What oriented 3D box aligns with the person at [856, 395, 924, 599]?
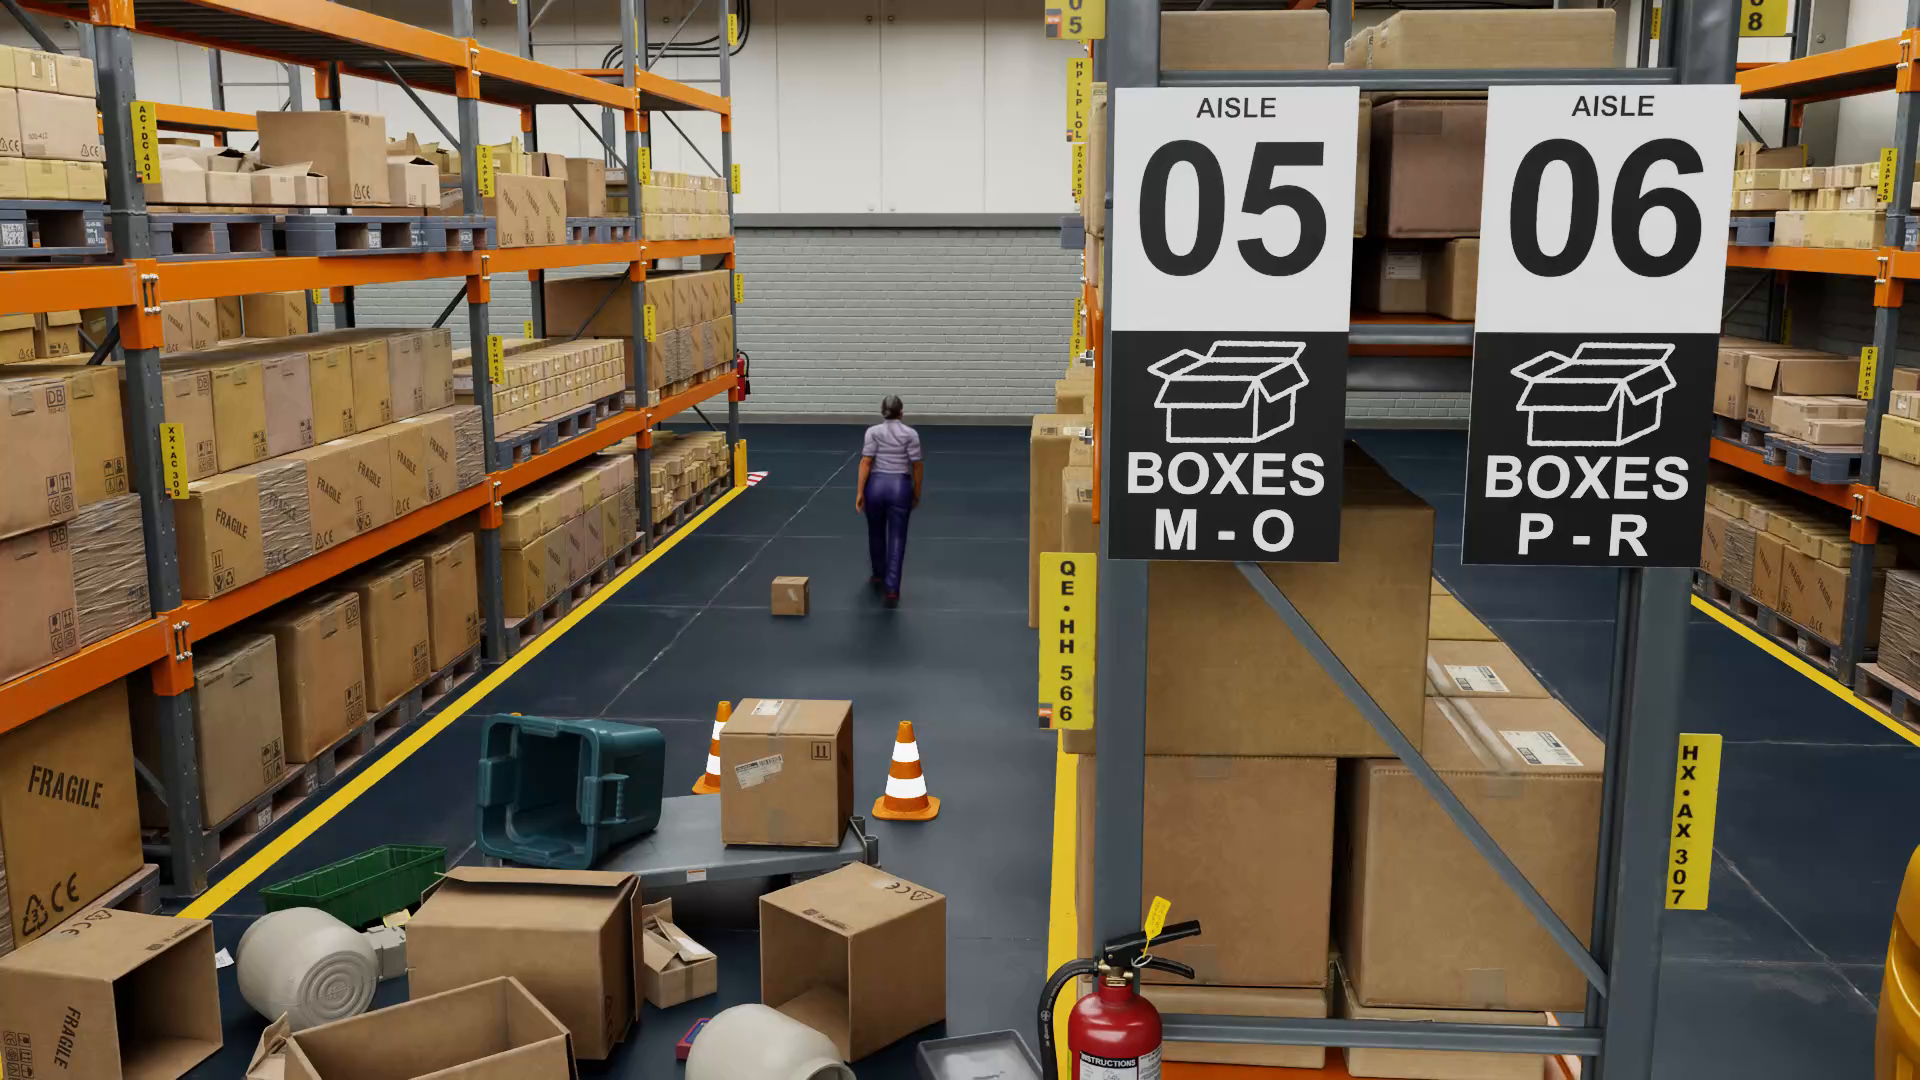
[{"bbox_3d":[-0.547,-0.369,13.357,0.510,1.589,0.945,1,11,6],"label":"person"}]
